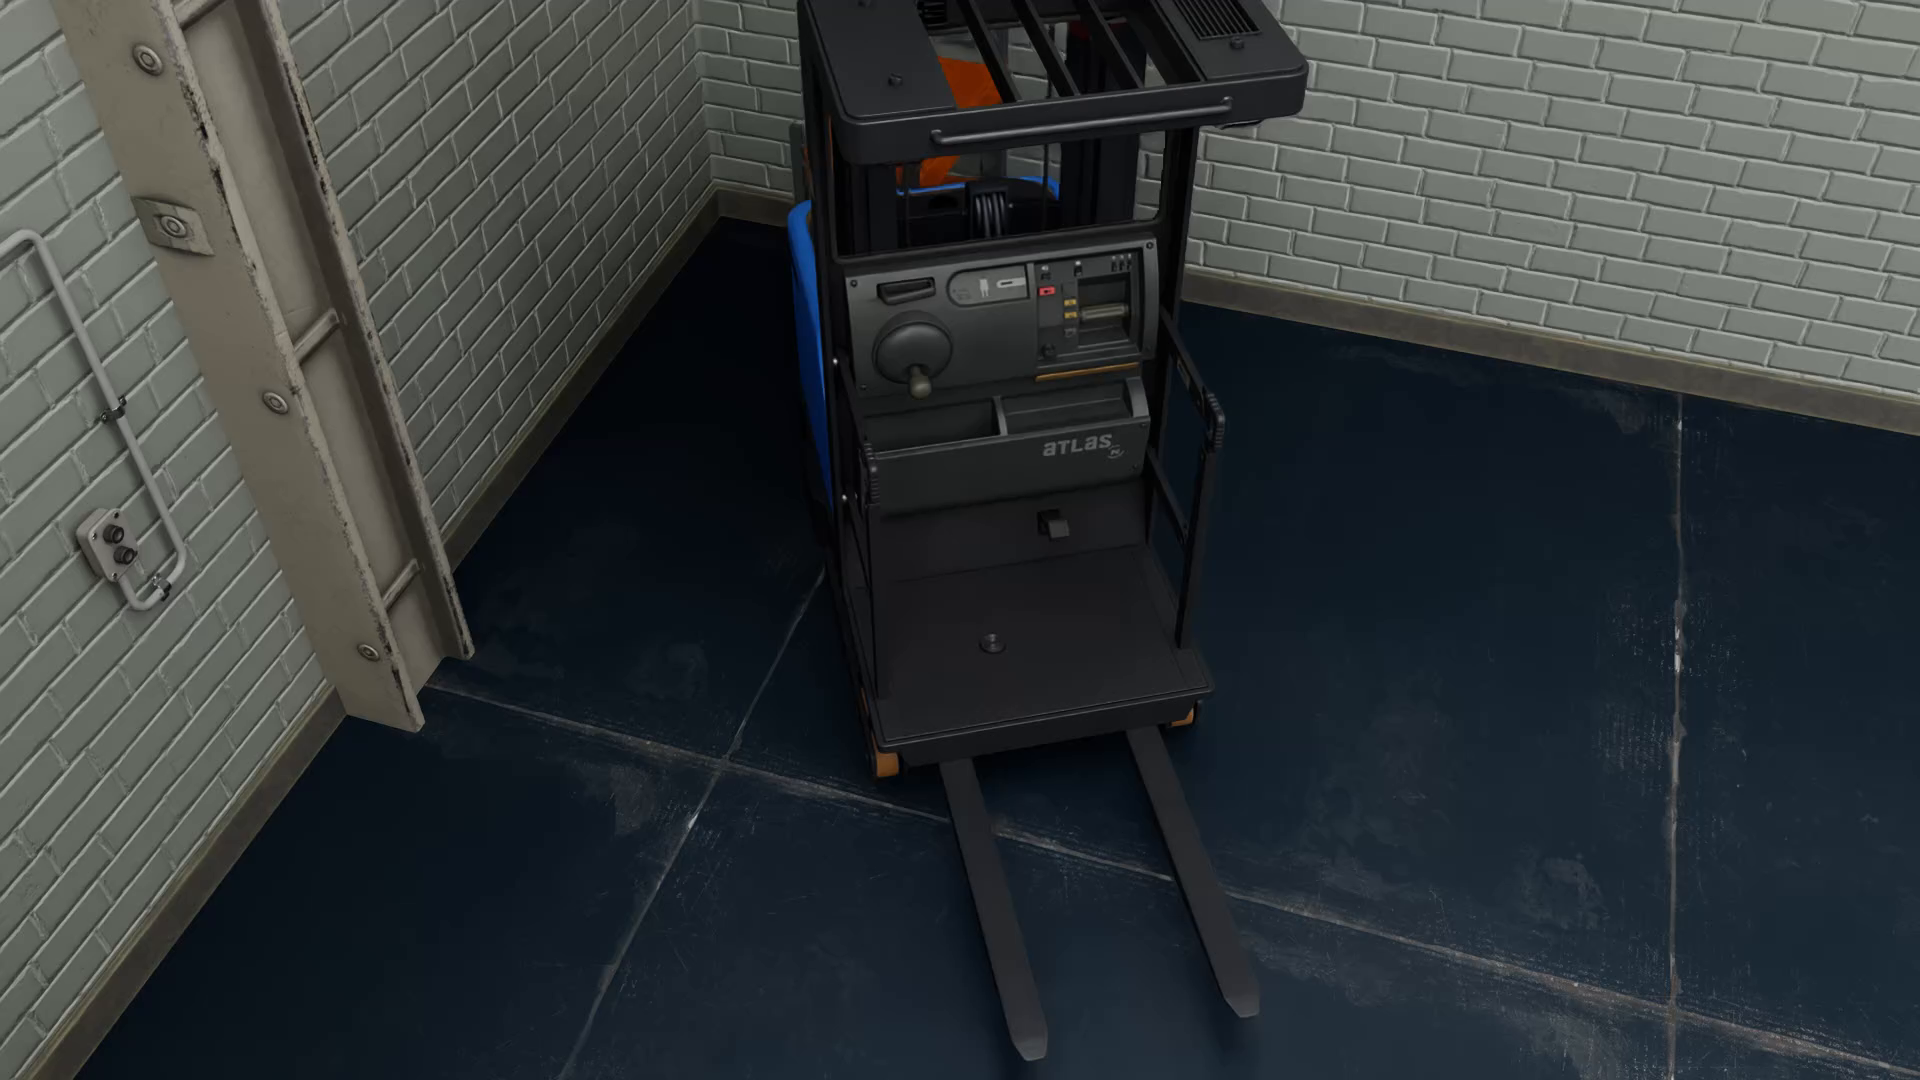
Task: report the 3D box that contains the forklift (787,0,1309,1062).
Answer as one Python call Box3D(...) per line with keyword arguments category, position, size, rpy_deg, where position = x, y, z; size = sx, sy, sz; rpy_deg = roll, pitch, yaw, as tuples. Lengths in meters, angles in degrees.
Box3D(category="forklift", position=(0.180, -0.563, 4.730), size=(1.130, 2.935, 3.031), rpy_deg=(-9, 45, -9))

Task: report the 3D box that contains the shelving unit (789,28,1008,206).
Box3D(category="shelving unit", position=(-0.213, -1.380, 6.795), size=(0.538, 1.125, 1.048), rpy_deg=(13, 44, 15))

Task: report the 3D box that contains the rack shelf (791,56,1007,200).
Box3D(category="rack shelf", position=(-0.216, -1.597, 6.599), size=(0.538, 0.278, 1.000), rpy_deg=(13, 44, 15))

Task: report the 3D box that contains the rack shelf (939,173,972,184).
Box3D(category="rack shelf", position=(-0.211, -1.199, 6.960), size=(0.538, 0.278, 1.000), rpy_deg=(13, 44, 15))

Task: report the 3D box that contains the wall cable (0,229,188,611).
Box3D(category="wall cable", position=(-2.417, -0.022, 3.402), size=(0.084, 1.984, 1.851), rpy_deg=(13, 46, 13))

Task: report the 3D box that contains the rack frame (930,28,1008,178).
Box3D(category="rack frame", position=(-0.041, -1.703, 7.149), size=(0.500, 1.125, 0.032), rpy_deg=(13, 44, 15))

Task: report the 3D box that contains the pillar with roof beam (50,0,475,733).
Box3D(category="pillar with roof beam", position=(2.193, -1.821, 1.677), size=(9.100, 9.000, 0.400), rpy_deg=(13, 46, 13))

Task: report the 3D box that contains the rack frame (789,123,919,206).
Box3D(category="rack frame", position=(-0.386, -1.058, 6.442), size=(0.500, 1.125, 0.032), rpy_deg=(13, 44, 15))
